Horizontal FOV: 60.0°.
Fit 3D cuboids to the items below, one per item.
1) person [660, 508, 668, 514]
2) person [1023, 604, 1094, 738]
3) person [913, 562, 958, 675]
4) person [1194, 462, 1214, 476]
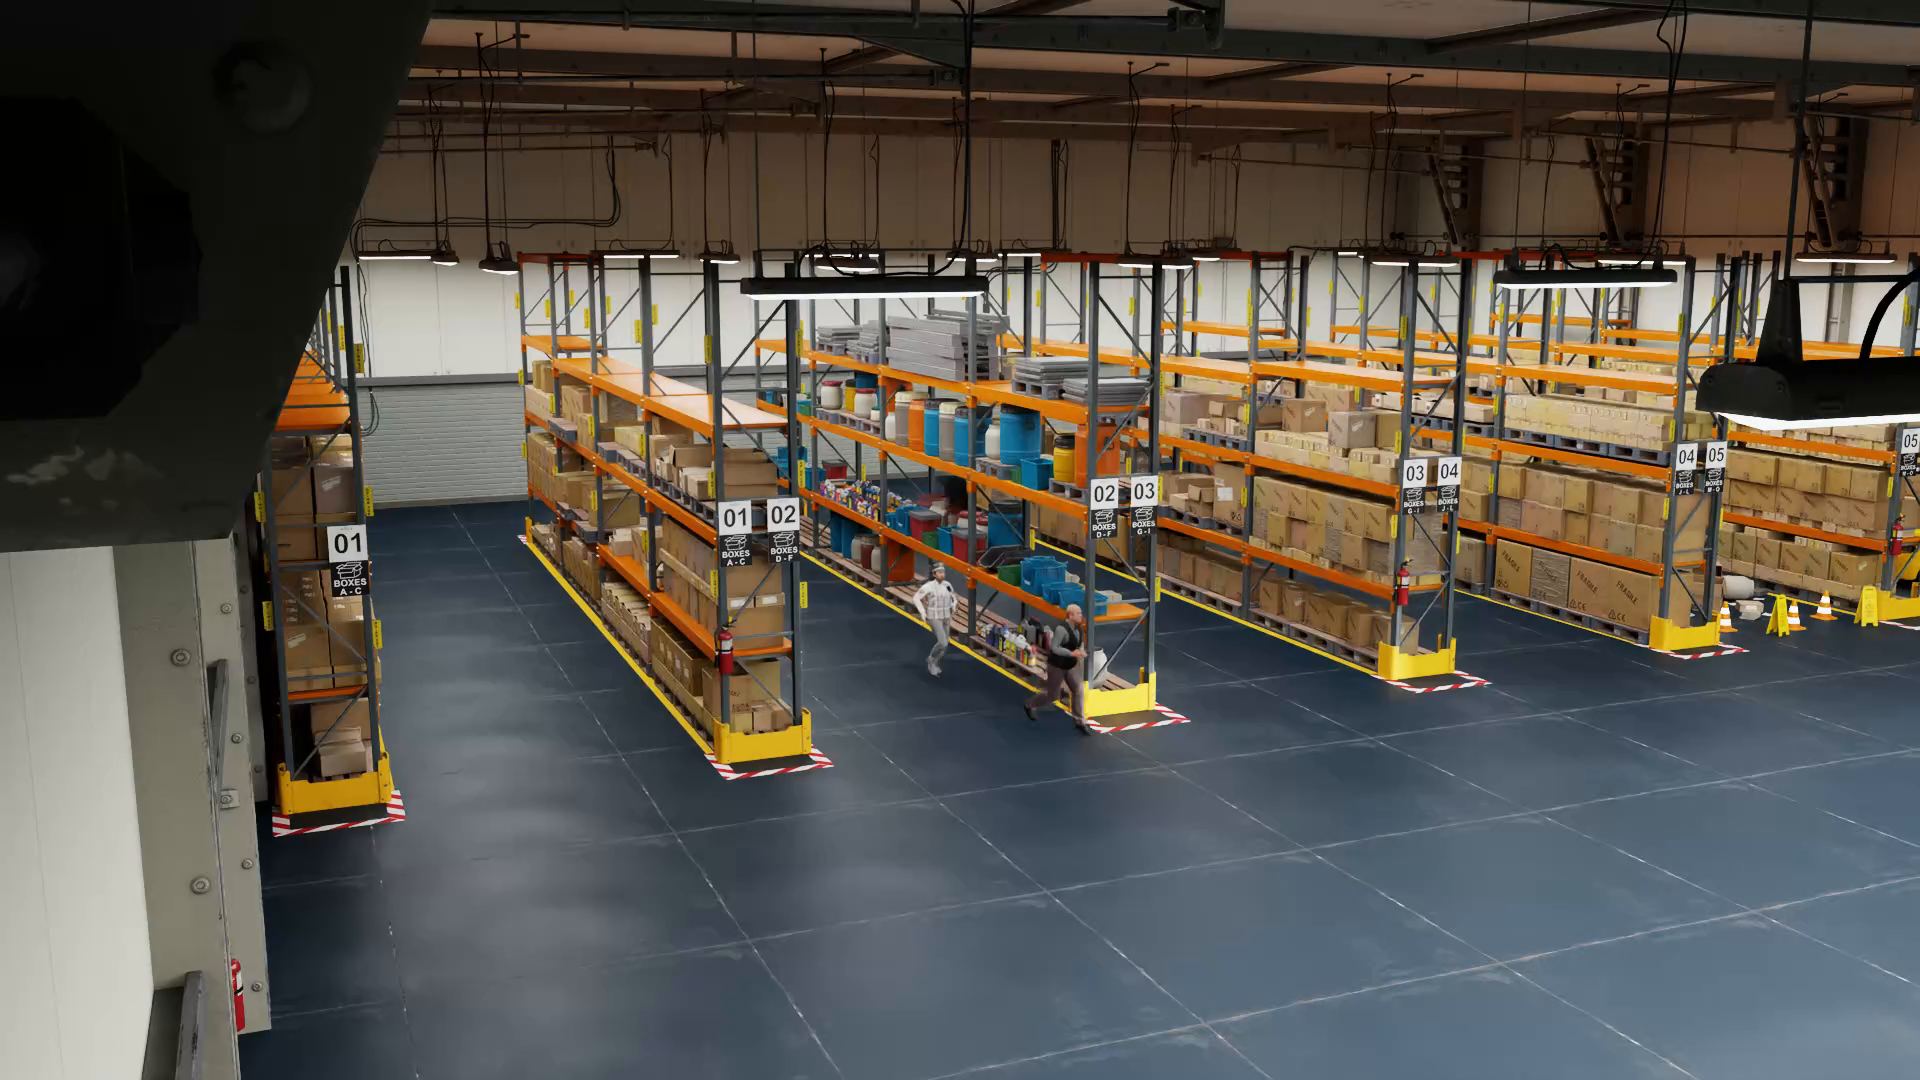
[{"bbox_3d":[-5.922,-0.569,33.732,0.546,1.582,0.780,-6,12,-30],"label":"person"},{"bbox_3d":[1.284,1.640,21.423,1.037,1.710,0.695,6,12,31],"label":"person"},{"bbox_3d":[-0.288,1.139,23.964,0.591,1.660,0.632,-8,13,-36],"label":"person"},{"bbox_3d":[6.300,-2.228,42.588,0.683,1.679,0.547,-9,14,-40],"label":"person"}]
